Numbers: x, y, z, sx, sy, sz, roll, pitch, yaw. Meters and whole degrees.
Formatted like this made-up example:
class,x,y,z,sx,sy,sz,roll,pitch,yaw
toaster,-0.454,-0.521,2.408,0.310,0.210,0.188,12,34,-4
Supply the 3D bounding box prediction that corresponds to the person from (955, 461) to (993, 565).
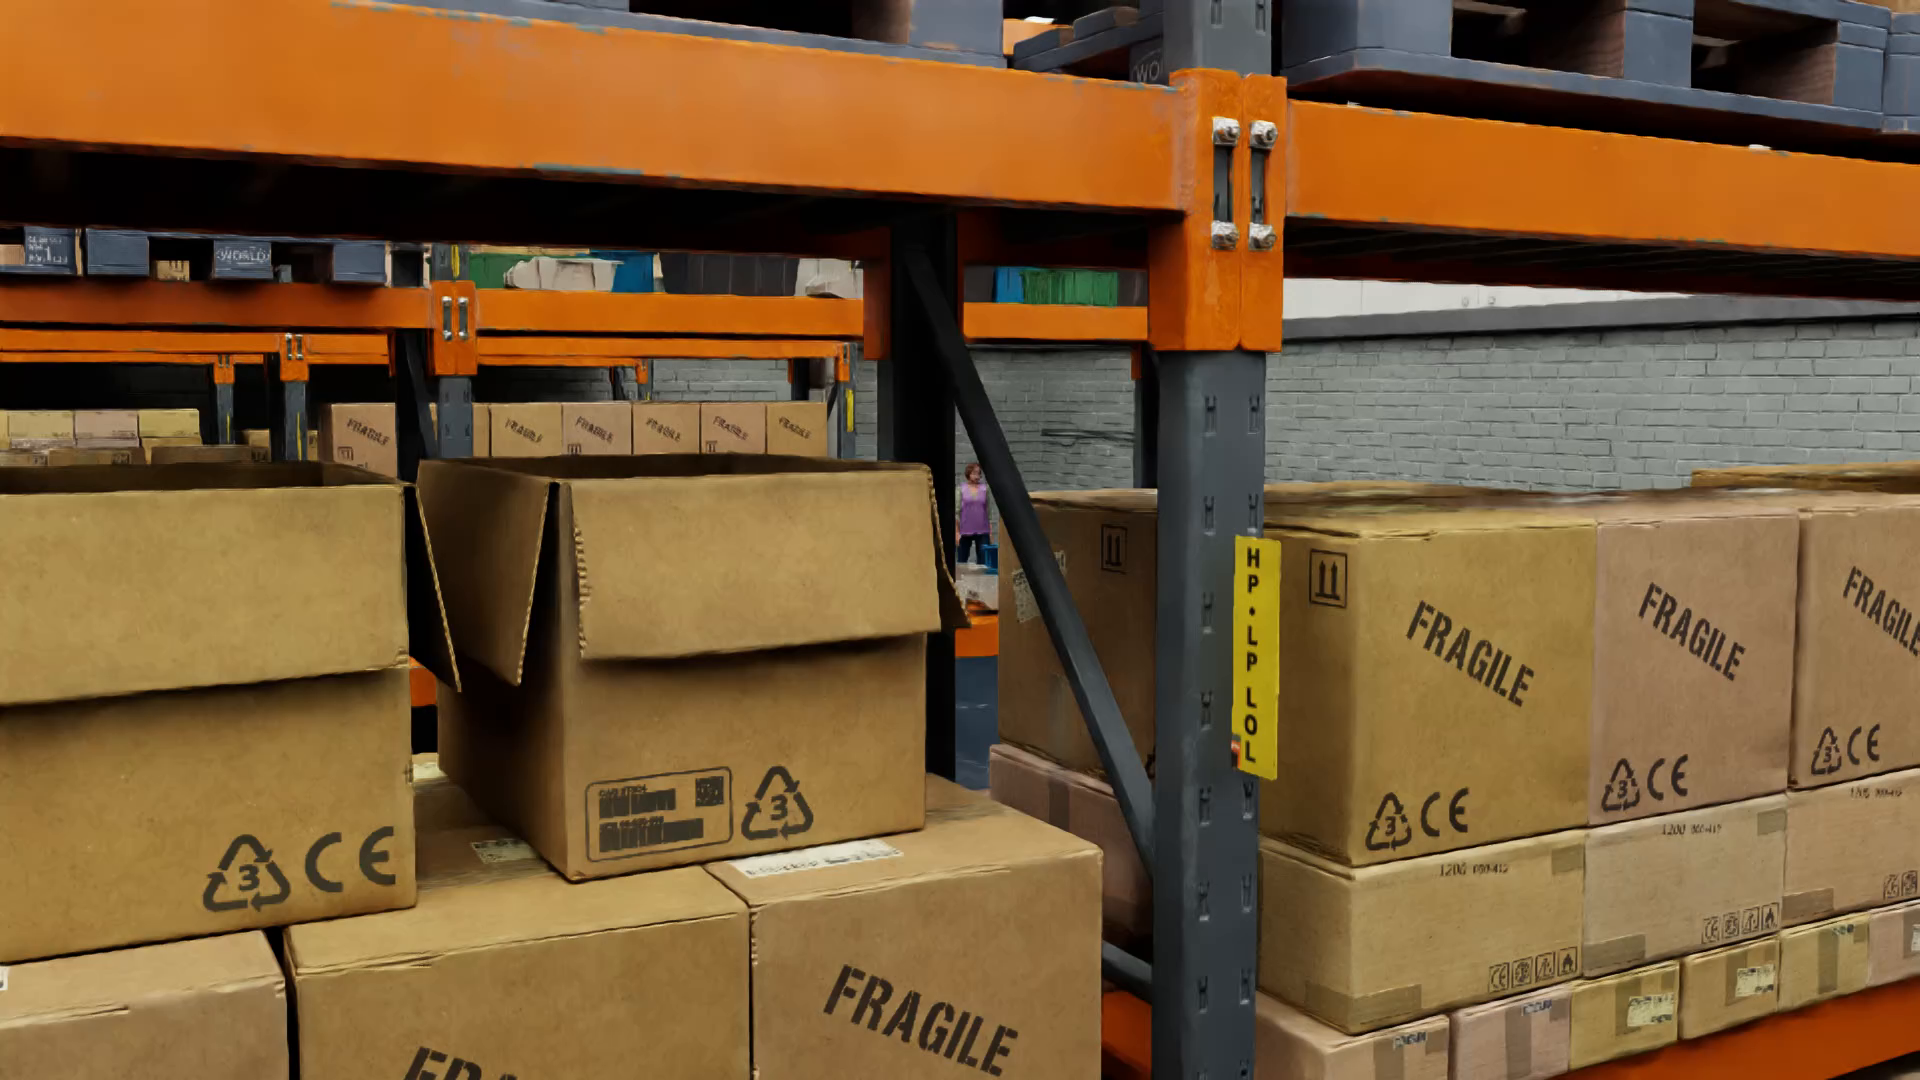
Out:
class,x,y,z,sx,sy,sz,roll,pitch,yaw
person,0.102,-0.062,18.203,0.549,1.604,0.378,-1,5,-7
